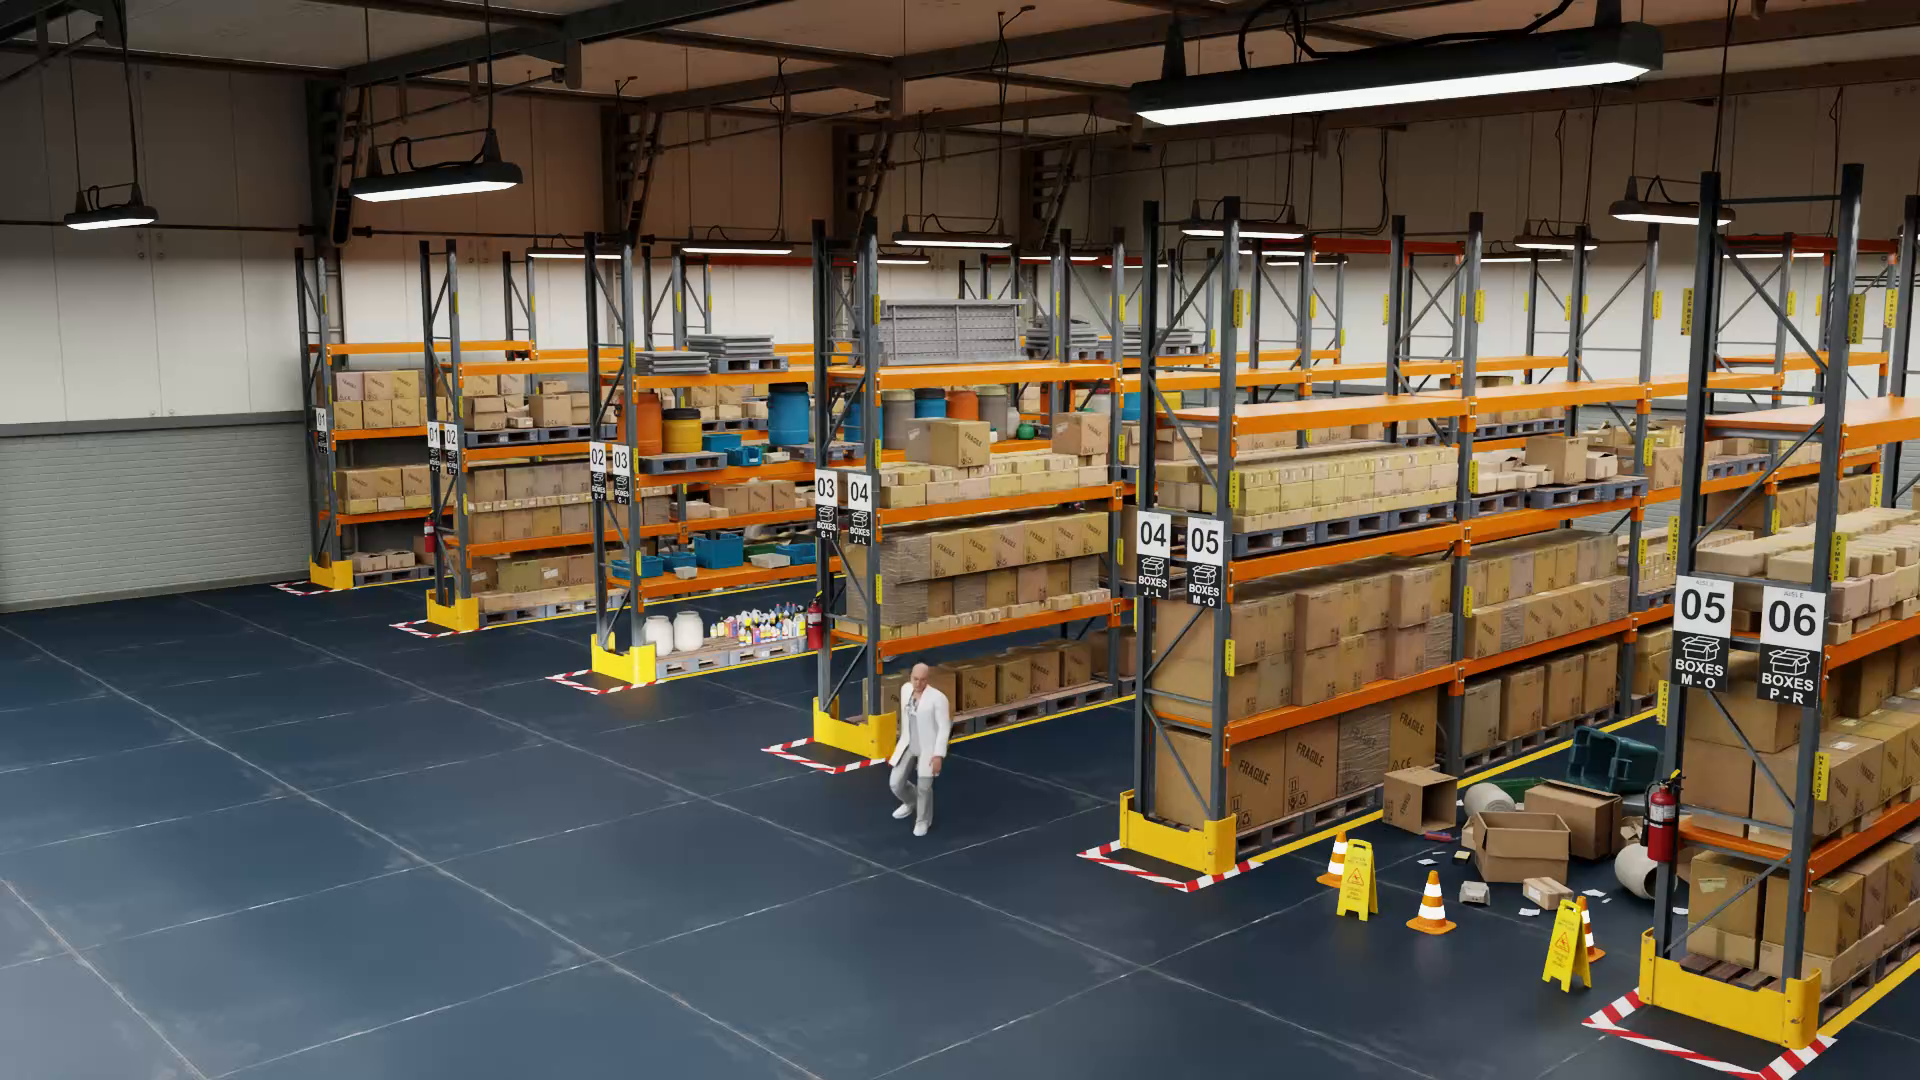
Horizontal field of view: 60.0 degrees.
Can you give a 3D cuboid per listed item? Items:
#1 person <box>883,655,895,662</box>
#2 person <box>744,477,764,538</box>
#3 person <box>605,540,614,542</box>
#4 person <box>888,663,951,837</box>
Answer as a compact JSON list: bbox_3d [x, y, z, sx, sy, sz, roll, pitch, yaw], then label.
[{"bbox_3d":[-1.121,0.920,23.311,0.677,1.666,0.799,6,10,34],"label":"person"},{"bbox_3d":[-3.872,-0.358,31.946,0.673,1.735,0.676,6,10,36],"label":"person"},{"bbox_3d":[-6.395,-0.056,30.242,0.562,1.622,0.783,5,10,32],"label":"person"},{"bbox_3d":[-0.368,1.996,15.953,0.720,1.748,0.611,4,9,25],"label":"person"}]
